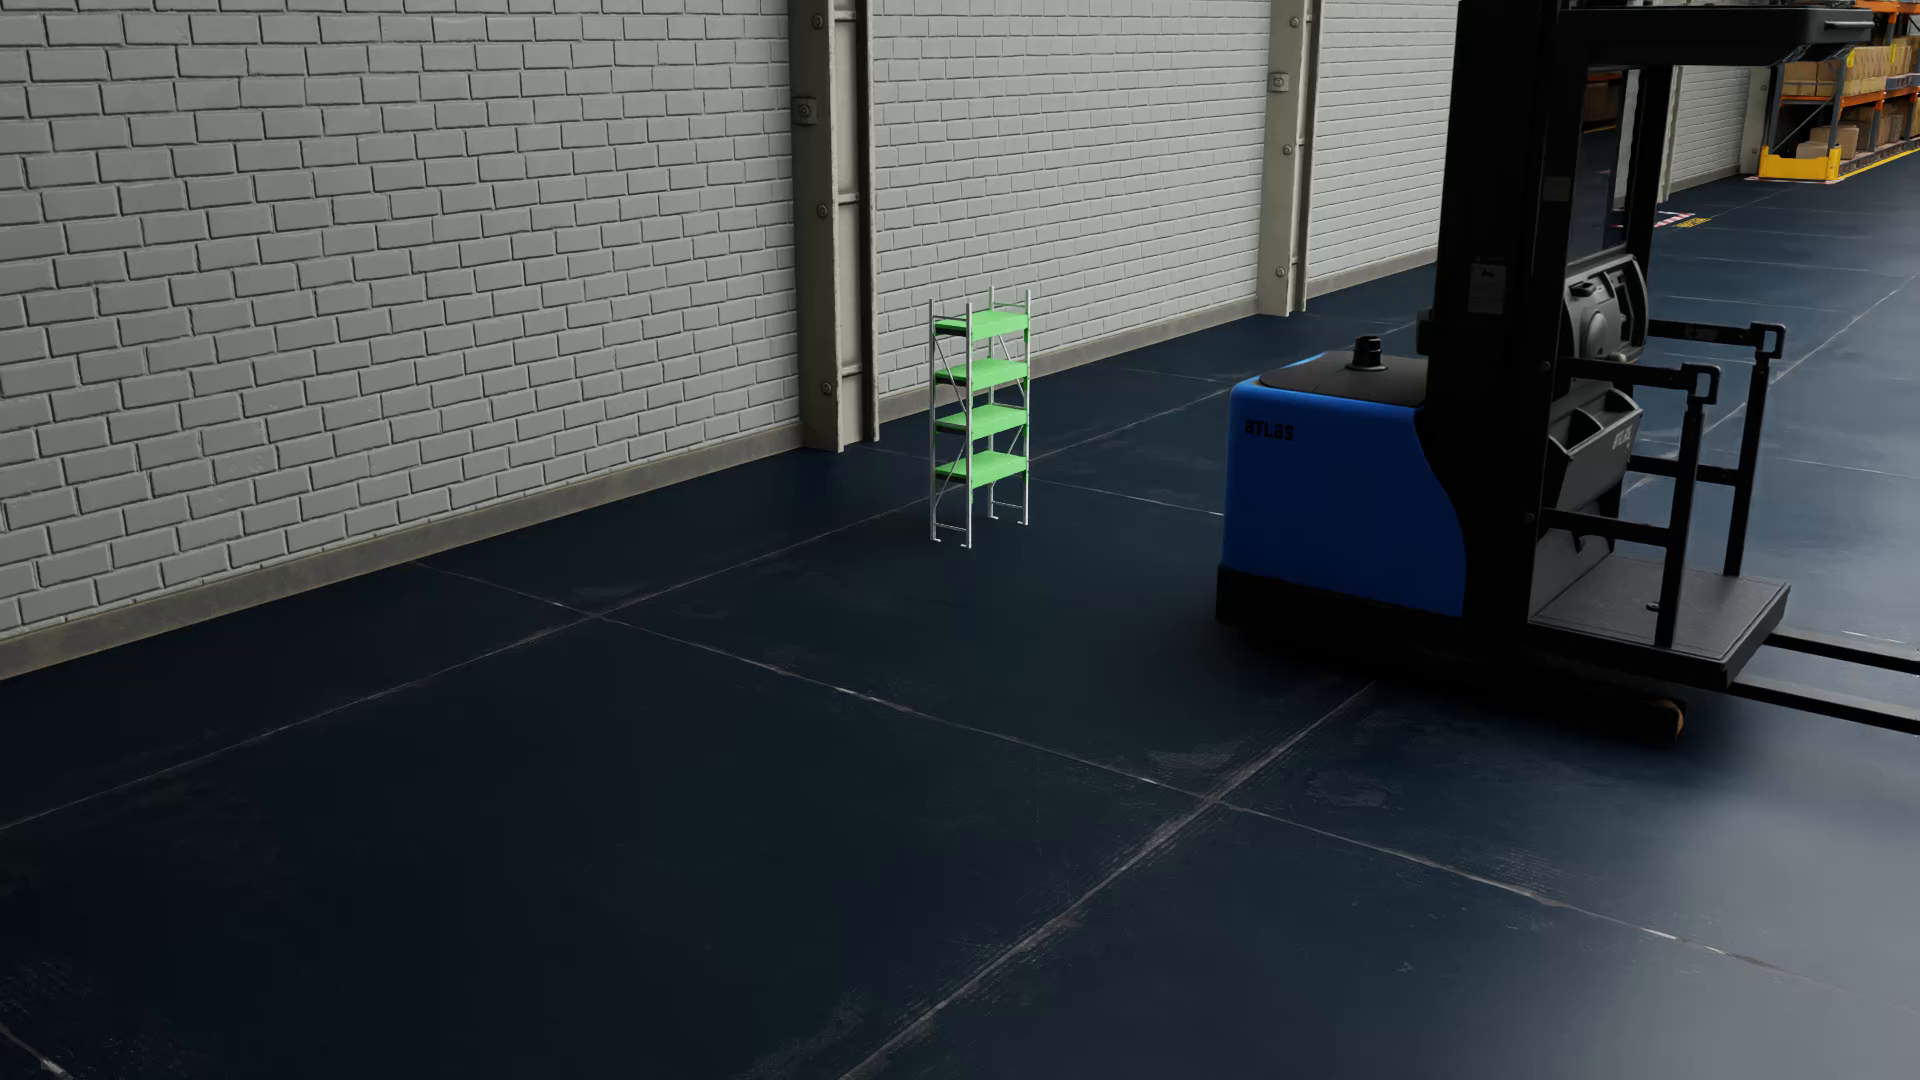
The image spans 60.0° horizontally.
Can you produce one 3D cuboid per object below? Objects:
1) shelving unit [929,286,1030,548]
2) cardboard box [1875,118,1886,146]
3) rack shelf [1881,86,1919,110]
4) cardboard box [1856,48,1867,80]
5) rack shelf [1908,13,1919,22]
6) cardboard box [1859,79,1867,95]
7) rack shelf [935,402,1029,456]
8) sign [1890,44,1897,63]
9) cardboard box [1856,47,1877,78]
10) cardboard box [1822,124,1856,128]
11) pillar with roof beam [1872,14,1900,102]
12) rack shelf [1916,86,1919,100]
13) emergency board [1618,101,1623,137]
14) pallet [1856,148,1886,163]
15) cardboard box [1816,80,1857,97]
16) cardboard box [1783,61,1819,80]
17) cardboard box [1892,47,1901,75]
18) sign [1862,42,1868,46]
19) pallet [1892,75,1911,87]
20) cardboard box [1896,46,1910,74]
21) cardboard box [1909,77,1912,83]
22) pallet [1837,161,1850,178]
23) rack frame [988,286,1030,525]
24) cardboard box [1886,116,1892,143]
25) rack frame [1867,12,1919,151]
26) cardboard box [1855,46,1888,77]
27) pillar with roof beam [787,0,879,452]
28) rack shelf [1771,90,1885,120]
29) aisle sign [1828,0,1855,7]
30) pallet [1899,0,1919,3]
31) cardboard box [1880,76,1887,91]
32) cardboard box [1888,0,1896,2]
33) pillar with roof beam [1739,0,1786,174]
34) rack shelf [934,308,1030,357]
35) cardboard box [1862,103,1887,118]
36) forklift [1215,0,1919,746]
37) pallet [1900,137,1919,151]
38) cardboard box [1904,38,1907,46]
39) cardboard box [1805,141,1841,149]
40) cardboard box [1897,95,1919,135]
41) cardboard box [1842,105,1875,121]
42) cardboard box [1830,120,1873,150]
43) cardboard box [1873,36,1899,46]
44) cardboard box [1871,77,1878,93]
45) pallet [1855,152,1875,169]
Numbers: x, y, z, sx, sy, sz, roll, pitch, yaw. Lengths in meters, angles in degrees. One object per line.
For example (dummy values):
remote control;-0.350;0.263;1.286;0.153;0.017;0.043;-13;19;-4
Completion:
shelving unit;0.099;-0.612;8.193;0.258;1.200;0.503;12;21;35
cardboard box;17.257;-7.819;31.836;0.700;0.500;0.500;13;21;35
rack shelf;17.420;-8.510;31.804;1.077;0.370;4.000;12;21;35
cardboard box;14.673;-7.898;27.572;0.500;0.500;0.500;12;21;35
rack shelf;22.186;-11.848;37.495;1.077;0.370;4.000;12;21;35
cardboard box;14.997;-7.669;28.102;0.500;0.250;0.500;12;21;34
rack shelf;0.099;-0.551;8.212;0.258;0.148;0.480;12;21;35
sign;16.668;-8.697;29.732;0.100;0.325;0.005;12;21;35
cardboard box;15.284;-8.145;28.368;0.500;0.500;0.500;13;22;36
cardboard box;15.642;-7.140;29.650;0.500;0.500;0.500;11;20;31
pillar with roof beam;24.174;-12.707;33.989;9.100;9.000;0.400;12;21;35
rack shelf;19.803;-9.463;34.872;1.077;0.370;4.000;12;21;35
emergency board;8.489;-5.734;21.649;0.194;1.169;0.643;12;21;35
pallet;16.691;-7.232;31.175;1.003;0.211;1.213;12;21;35
cardboard box;14.390;-7.423;27.308;0.500;0.250;0.500;12;21;33
cardboard box;13.955;-7.871;27.486;0.500;0.500;0.500;12;21;34
cardboard box;17.265;-9.045;31.402;0.700;0.500;0.500;16;24;42
sign;18.164;-9.981;33.373;0.100;0.325;0.005;12;21;35
pallet;17.465;-8.760;31.718;1.003;0.211;1.213;12;21;35
cardboard box;18.028;-9.337;32.341;0.700;0.500;0.500;10;20;30
cardboard box;18.993;-9.257;33.386;0.380;0.149;0.250;12;21;34
pallet;14.402;-6.299;28.170;1.003;0.211;1.213;12;21;35
rack frame;0.244;-0.671;8.380;0.240;1.200;0.015;12;21;35
cardboard box;17.824;-8.064;32.626;0.700;0.500;0.500;12;21;35
rack frame;18.611;-9.330;33.231;1.000;3.000;0.127;12;21;35
cardboard box;15.902;-8.387;29.147;0.500;0.500;0.500;12;21;34
pillar with roof beam;2.724;-4.133;6.378;9.100;9.000;0.400;12;21;35
rack shelf;15.036;-7.558;28.736;1.077;0.370;4.000;12;21;35
aisle sign;14.043;-8.596;26.484;0.394;0.787;0.004;12;21;35
pallet;16.681;-9.849;30.159;1.213;0.211;1.003;12;21;35
cardboard box;16.189;-8.149;29.647;0.500;0.250;0.500;12;21;35
cardboard box;16.124;-9.703;29.171;0.500;0.500;0.500;13;22;36
pillar with roof beam;17.024;-9.849;24.785;9.100;9.000;0.400;12;21;35
rack shelf;0.099;-1.010;8.069;0.258;0.148;0.480;12;21;35
cardboard box;17.532;-8.276;32.045;0.500;0.250;0.500;12;21;34
forklift;2.551;-0.849;6.036;3.031;2.935;1.130;12;21;35
pallet;19.142;-8.173;34.207;1.003;0.211;1.213;12;21;35
cardboard box;18.430;-9.811;32.773;0.380;0.149;0.250;9;20;28
cardboard box;14.669;-6.636;28.346;0.500;0.311;0.500;15;22;39
cardboard box;19.682;-8.864;34.646;0.750;0.750;0.750;12;21;34
cardboard box;16.913;-8.036;31.271;0.500;0.250;0.500;12;21;34
cardboard box;16.653;-7.572;31.043;0.700;0.500;0.500;13;22;37
cardboard box;18.673;-10.042;33.554;0.500;0.250;0.500;13;22;36
cardboard box;15.598;-7.909;28.875;0.500;0.250;0.500;12;21;34
pallet;15.856;-6.880;30.042;1.003;0.211;1.213;12;21;35
